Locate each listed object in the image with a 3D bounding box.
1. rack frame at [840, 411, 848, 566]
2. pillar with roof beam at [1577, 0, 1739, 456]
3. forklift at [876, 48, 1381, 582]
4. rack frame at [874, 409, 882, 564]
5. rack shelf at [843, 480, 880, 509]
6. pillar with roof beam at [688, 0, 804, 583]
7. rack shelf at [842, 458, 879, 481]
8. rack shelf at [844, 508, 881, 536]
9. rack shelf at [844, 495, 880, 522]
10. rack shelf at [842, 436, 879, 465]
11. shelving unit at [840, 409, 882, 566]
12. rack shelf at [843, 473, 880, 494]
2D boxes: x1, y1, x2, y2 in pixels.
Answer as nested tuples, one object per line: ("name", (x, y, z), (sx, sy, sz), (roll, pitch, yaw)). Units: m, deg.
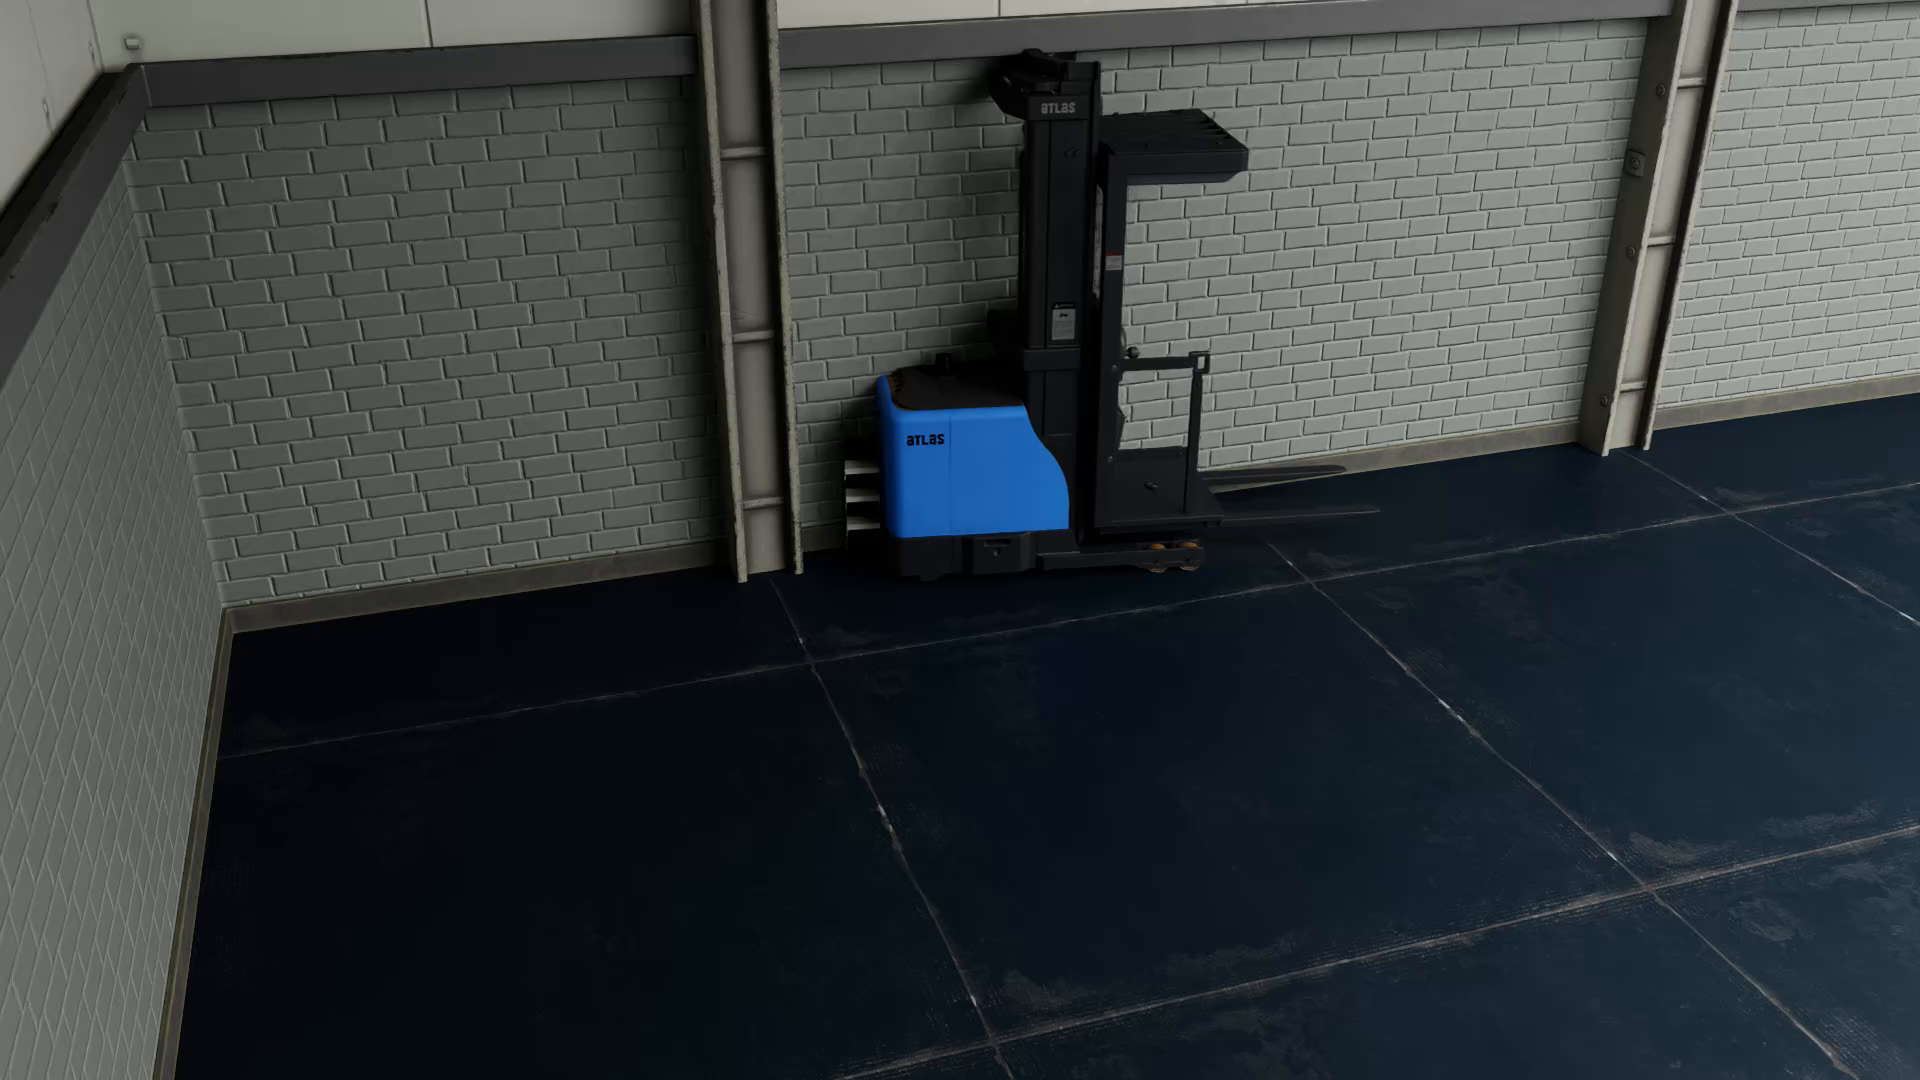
("rack frame", (-0.687, -0.301, 9.844), (0.006, 0.900, 0.240), (-3, 27, -7))
("pillar with roof beam", (5.876, -2.878, 5.928), (0.400, 9.000, 9.100), (-8, 28, -16))
("forklift", (1.014, -1.350, 9.673), (3.031, 2.935, 1.130), (-3, 27, -7))
("rack frame", (-0.486, -0.313, 9.868), (0.006, 0.900, 0.240), (-3, 27, -7))
("rack shelf", (-0.586, -0.277, 9.871), (0.200, 0.077, 0.258), (-3, 27, -7))
("pillar with roof beam", (0.171, -2.052, 4.263), (0.400, 9.000, 9.100), (-8, 28, -16))
("rack shelf", (-0.587, -0.438, 9.791), (0.200, 0.077, 0.258), (-3, 27, -7))
("rack shelf", (-0.586, -0.116, 9.951), (0.200, 0.077, 0.258), (-3, 27, -7))
("rack shelf", (-0.586, -0.196, 9.911), (0.200, 0.077, 0.258), (-3, 27, -7))
("rack shelf", (-0.587, -0.519, 9.751), (0.200, 0.077, 0.258), (-3, 27, -7))
("shelving unit", (-0.586, -0.307, 9.856), (0.210, 0.900, 0.258), (-3, 27, -7))
("rack shelf", (-0.586, -0.358, 9.831), (0.200, 0.077, 0.258), (-3, 27, -7))
